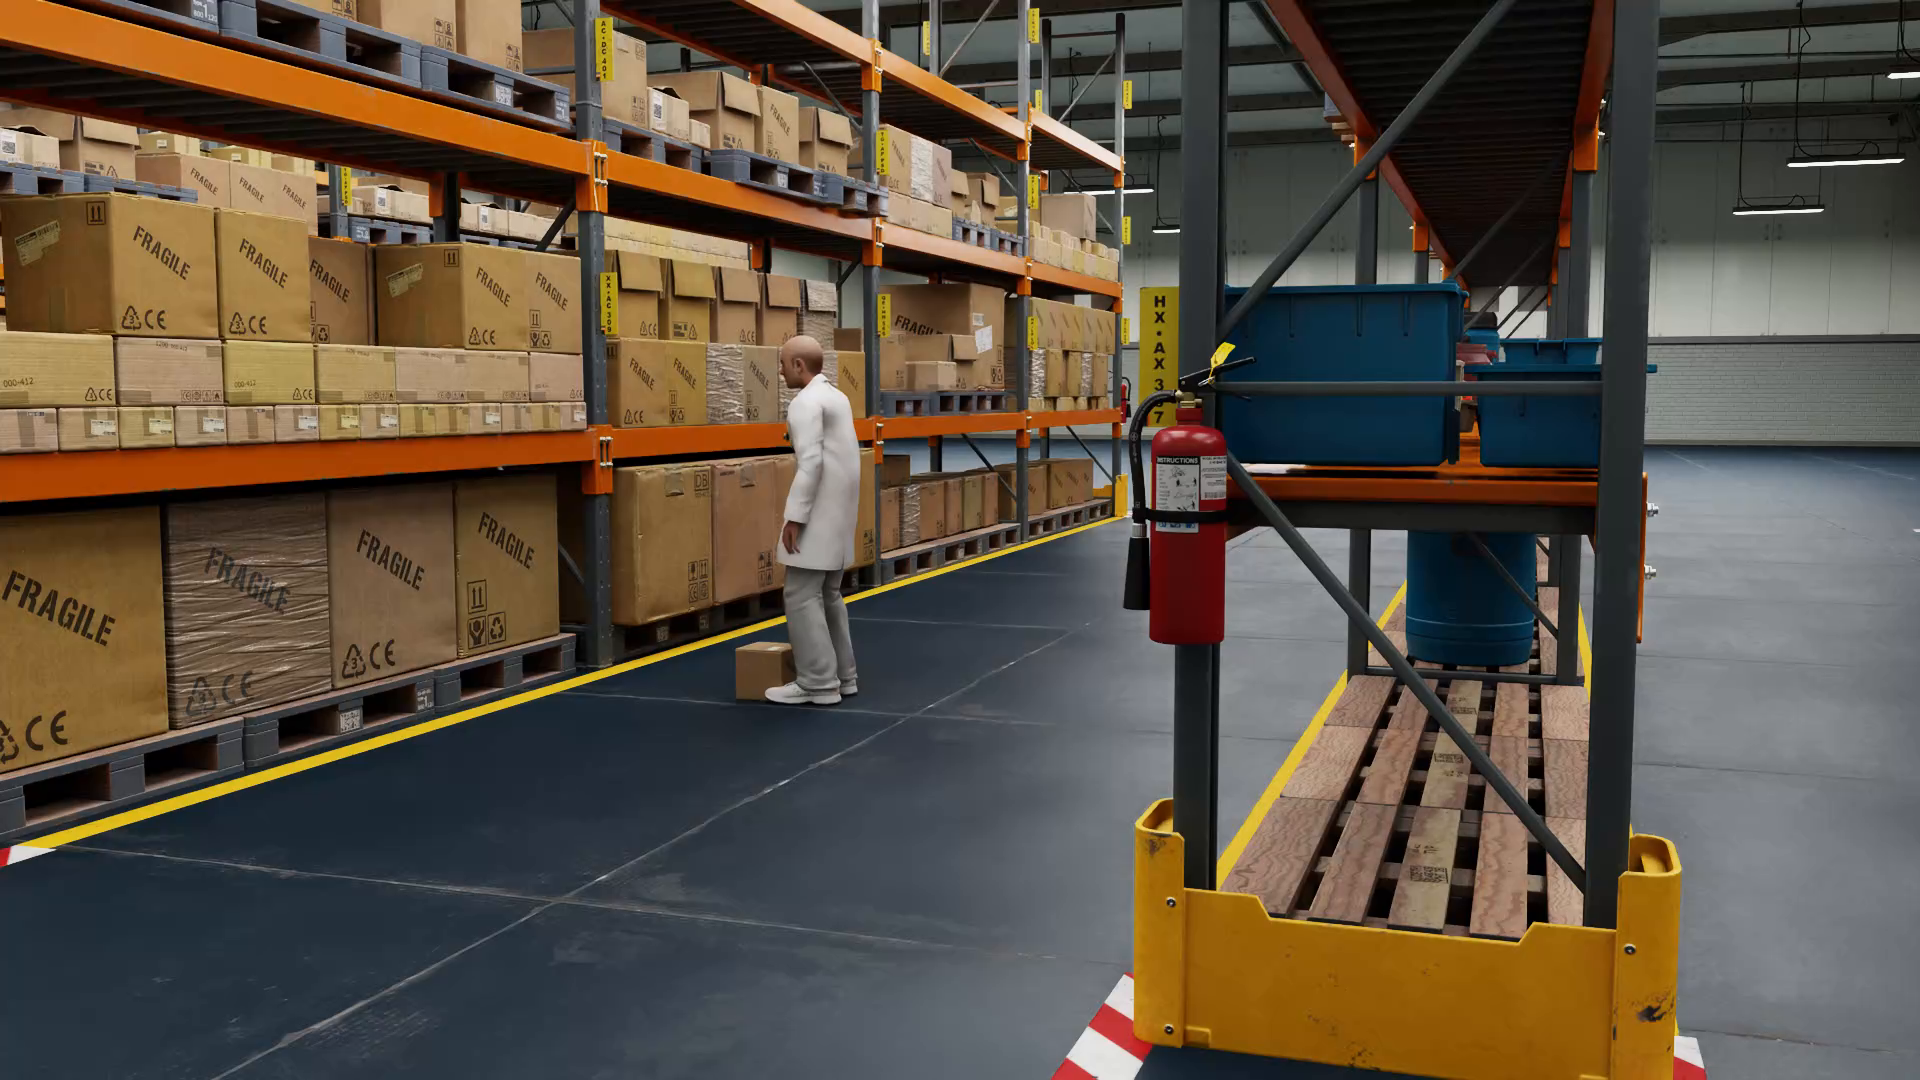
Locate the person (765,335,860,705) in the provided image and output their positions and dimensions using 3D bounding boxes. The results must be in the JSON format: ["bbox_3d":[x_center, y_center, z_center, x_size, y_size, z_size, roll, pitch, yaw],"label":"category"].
[{"bbox_3d":[-0.706,-0.101,8.076,0.429,1.772,0.647,1,5,15],"label":"person"}]
